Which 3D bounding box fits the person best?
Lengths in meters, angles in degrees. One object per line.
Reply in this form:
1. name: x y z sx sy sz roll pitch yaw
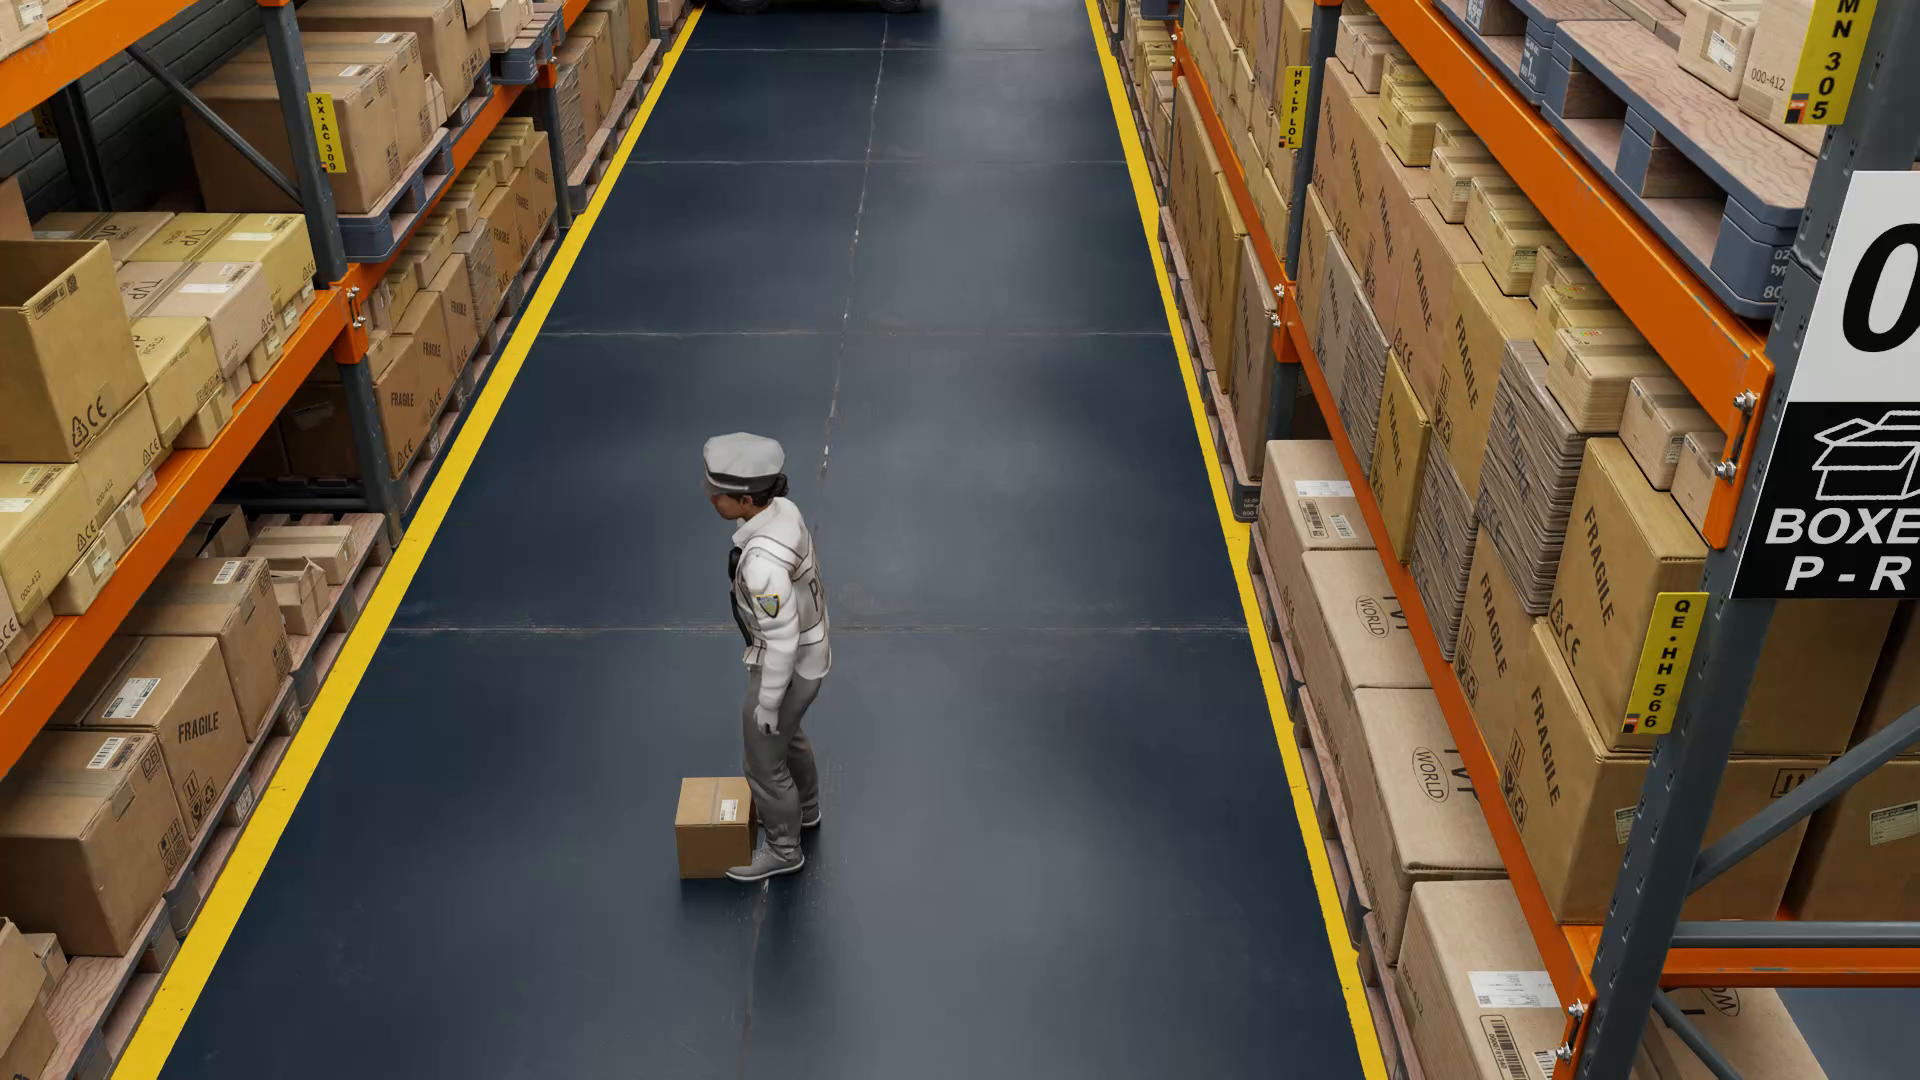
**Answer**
1. person: -0.630 0.406 5.476 0.415 1.662 0.532 -2 32 -3
